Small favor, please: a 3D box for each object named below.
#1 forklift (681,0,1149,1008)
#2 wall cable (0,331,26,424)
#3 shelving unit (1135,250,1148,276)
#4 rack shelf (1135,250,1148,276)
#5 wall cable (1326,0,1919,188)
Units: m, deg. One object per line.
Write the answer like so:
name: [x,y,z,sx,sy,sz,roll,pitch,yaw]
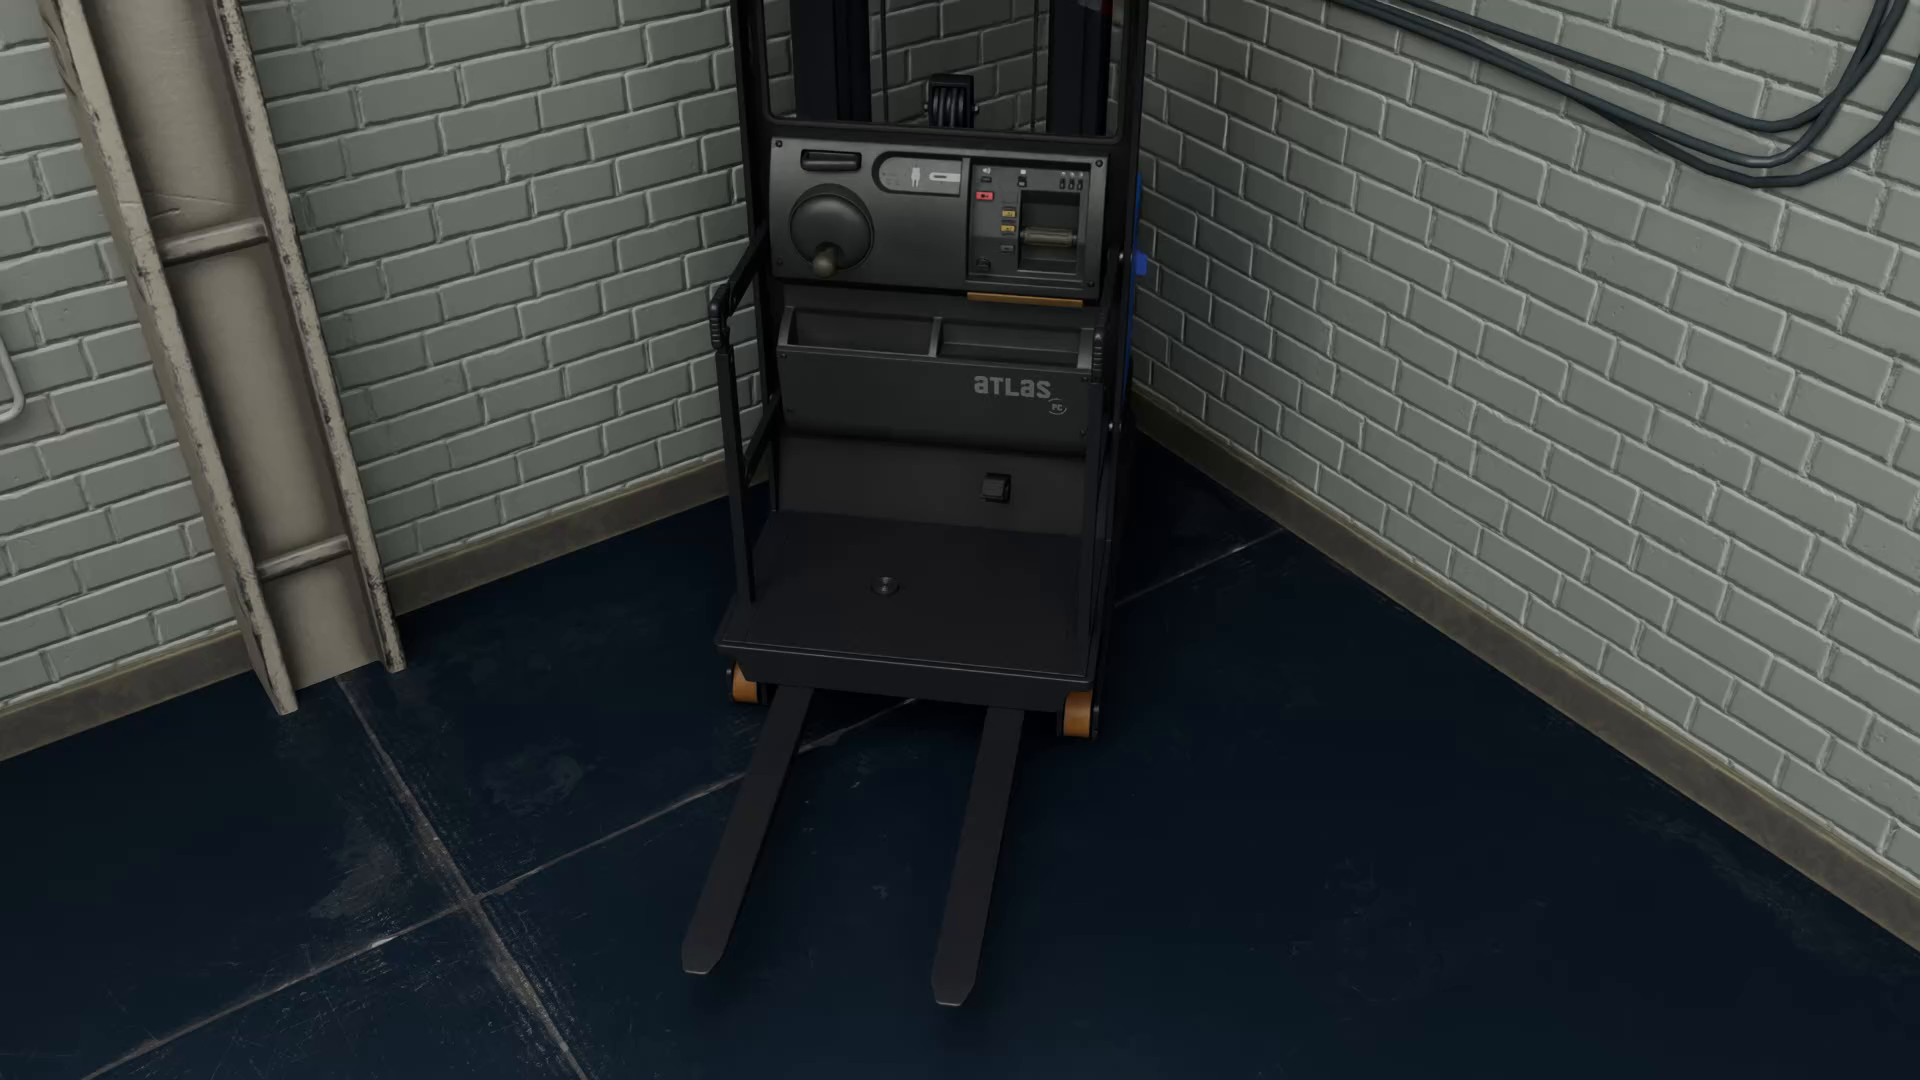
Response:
forklift: [-0.096,-0.828,4.392,1.130,2.935,3.031,5,36,7]
wall cable: [-3.182,-0.800,3.424,1.851,1.984,0.084,-22,41,-28]
shelving unit: [0.362,-1.285,6.160,1.048,1.500,0.538,6,38,8]
rack shelf: [0.364,-1.143,6.270,1.000,0.185,0.538,6,38,8]
wall cable: [1.145,-2.413,4.057,0.112,2.526,3.097,-22,41,-28]
